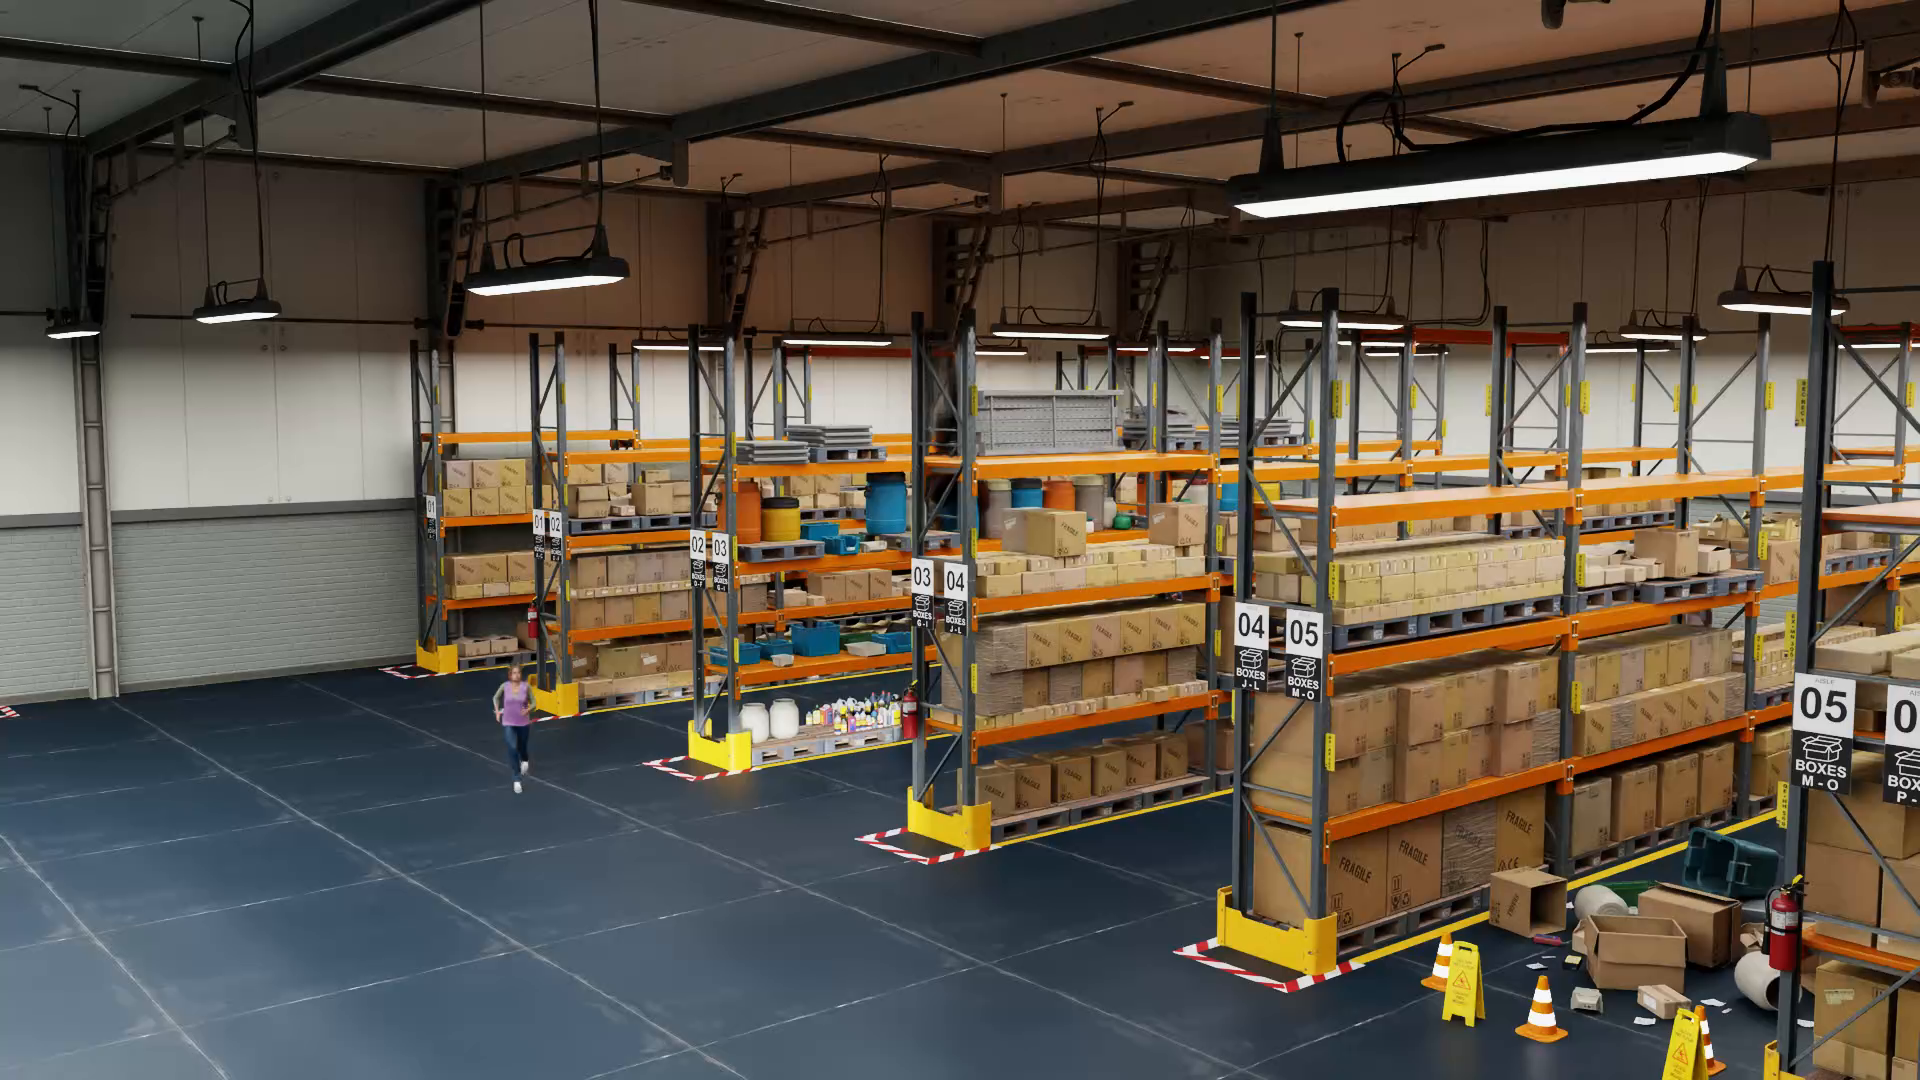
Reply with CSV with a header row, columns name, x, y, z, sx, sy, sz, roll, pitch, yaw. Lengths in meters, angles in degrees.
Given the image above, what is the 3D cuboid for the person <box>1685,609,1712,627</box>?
name,x,y,z,sx,sy,sz,roll,pitch,yaw
person,13.532,1.478,30.403,0.668,1.853,0.865,0,5,1

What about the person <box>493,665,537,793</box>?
name,x,y,z,sx,sy,sz,roll,pitch,yaw
person,-5.734,2.389,21.455,0.544,1.599,0.873,-2,6,-17
